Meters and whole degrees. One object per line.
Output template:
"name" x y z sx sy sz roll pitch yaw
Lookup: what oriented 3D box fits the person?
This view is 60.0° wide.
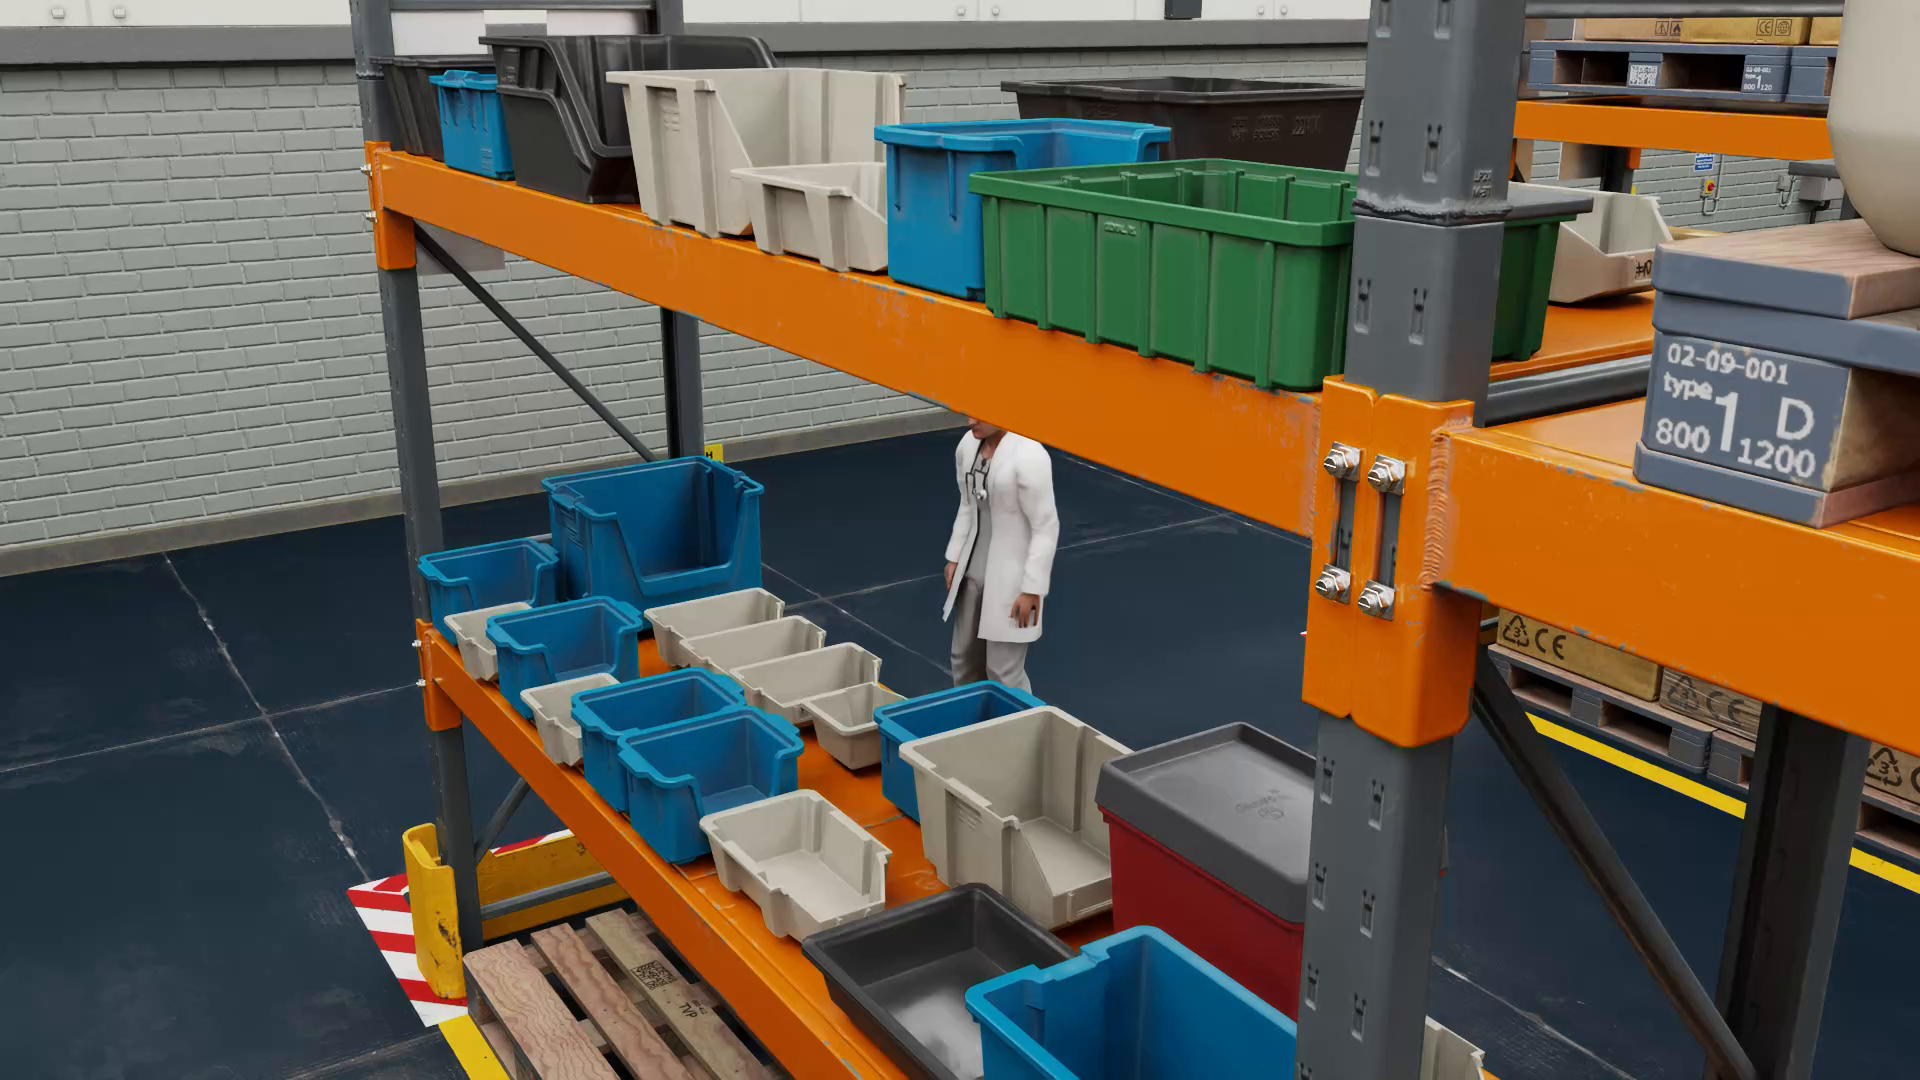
"person" 0.153 0.181 7.070 0.427 1.739 0.635 -12 22 -34
